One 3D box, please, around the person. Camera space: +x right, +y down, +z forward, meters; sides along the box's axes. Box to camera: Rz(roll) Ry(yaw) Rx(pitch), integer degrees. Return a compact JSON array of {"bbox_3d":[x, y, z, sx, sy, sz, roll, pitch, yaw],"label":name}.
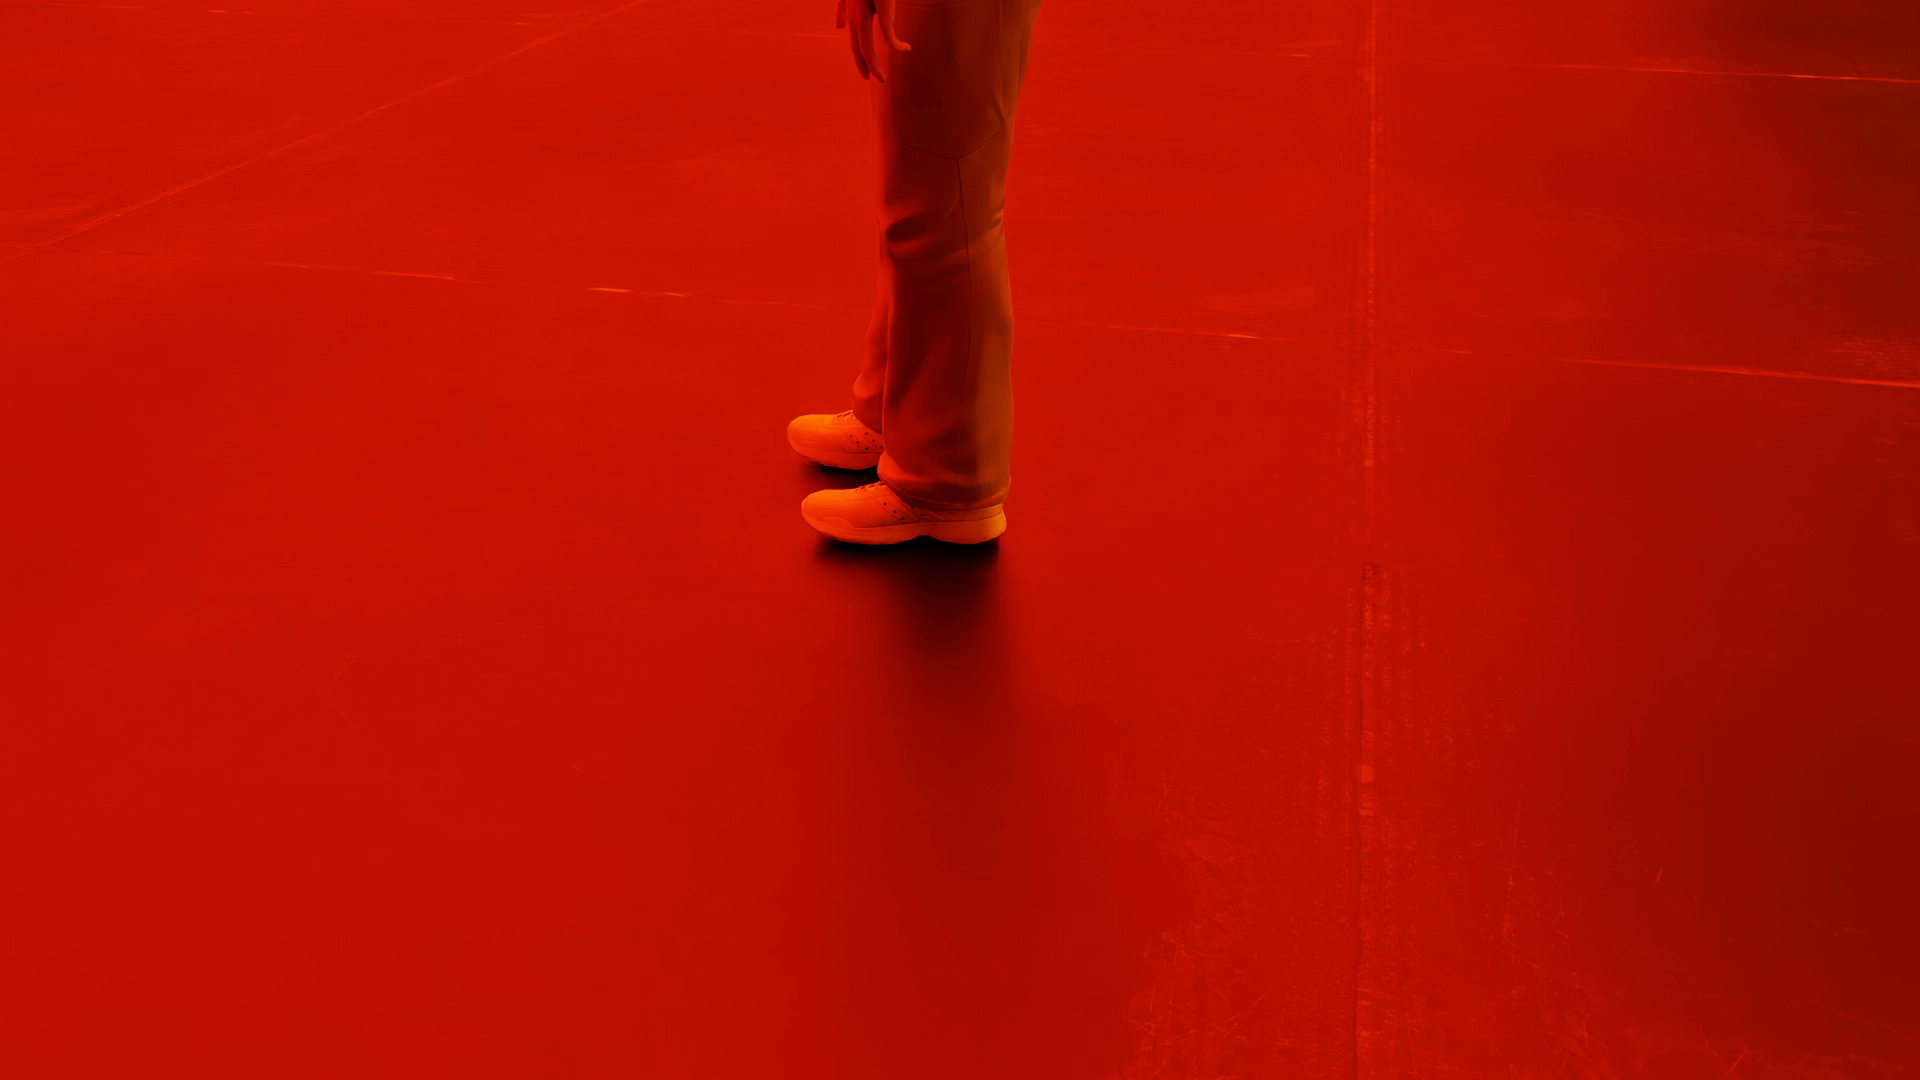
[{"bbox_3d":[-0.069,-0.763,2.148,0.548,1.663,0.549,6,27,11],"label":"person"}]
